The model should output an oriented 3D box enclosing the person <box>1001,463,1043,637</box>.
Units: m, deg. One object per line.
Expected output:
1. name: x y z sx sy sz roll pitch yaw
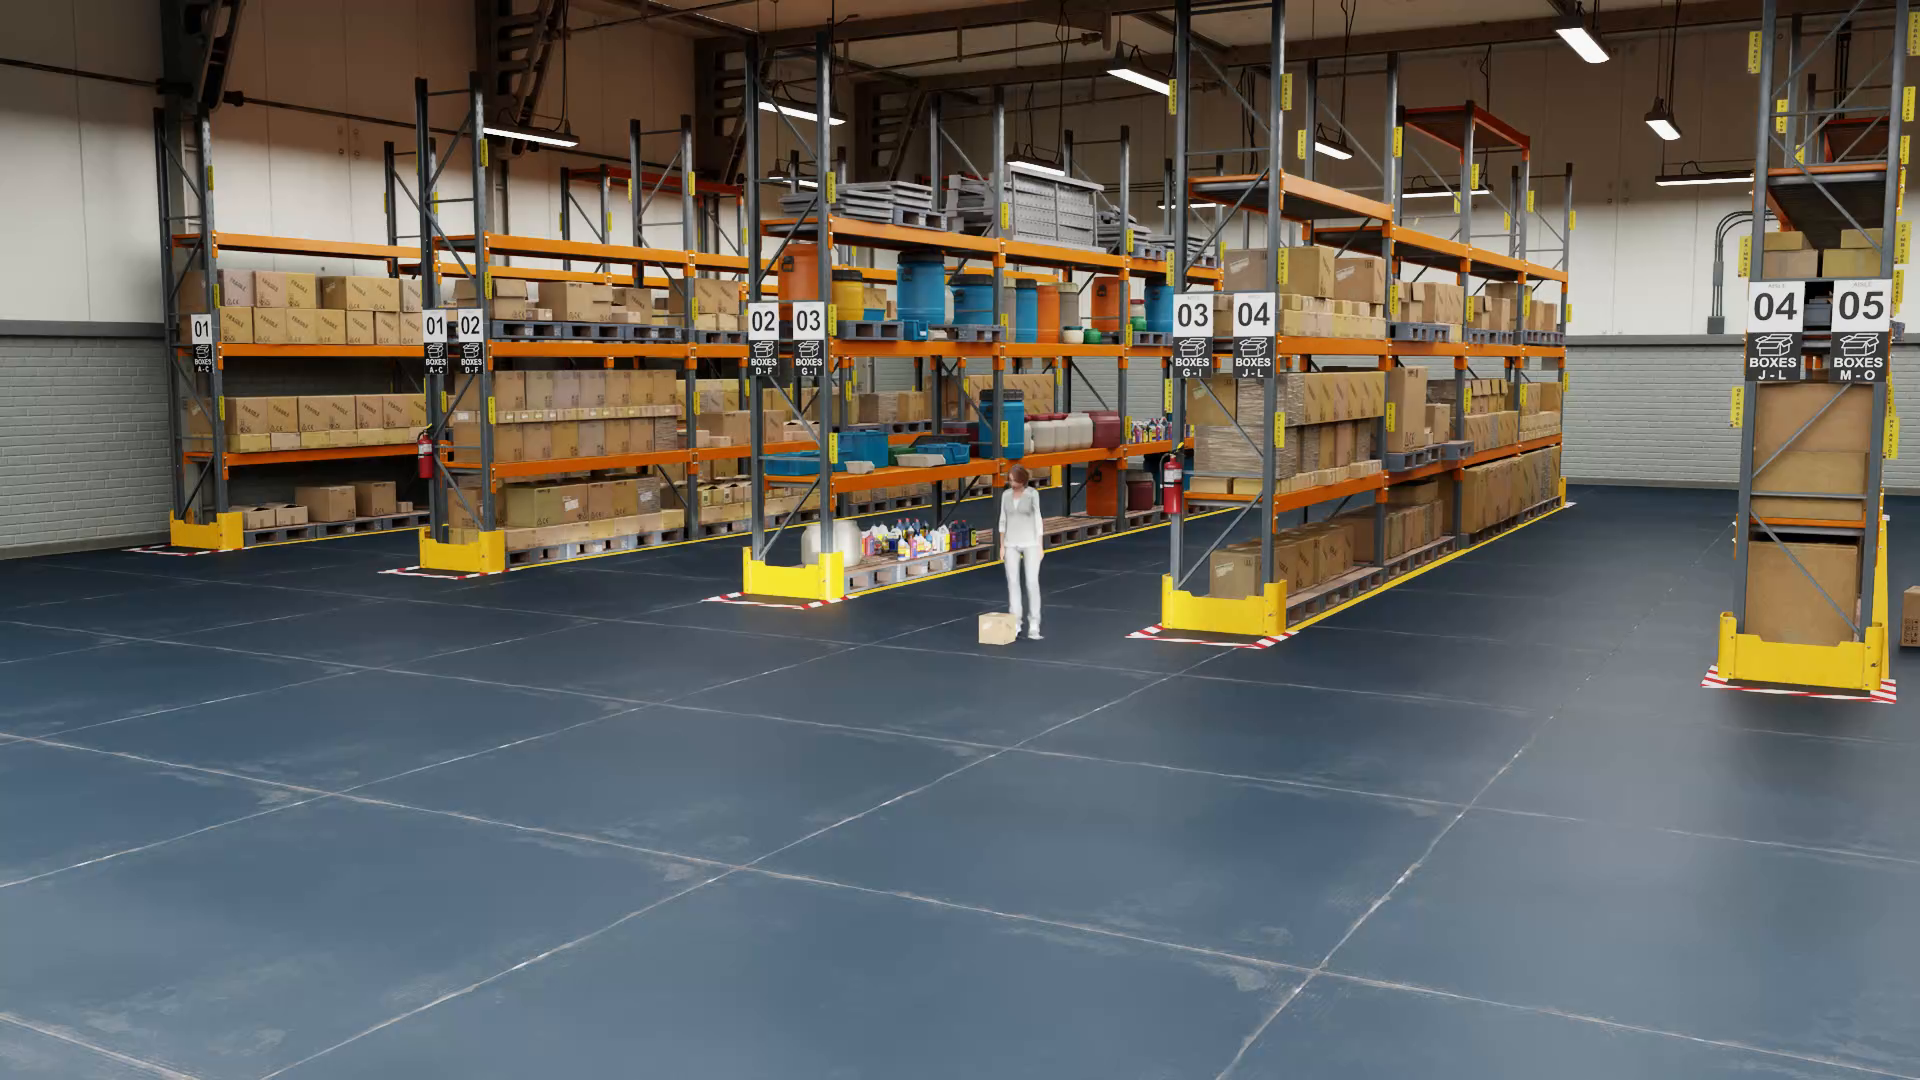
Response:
1. person: 0.553 0.094 15.598 0.421 1.592 0.373 3 7 29
